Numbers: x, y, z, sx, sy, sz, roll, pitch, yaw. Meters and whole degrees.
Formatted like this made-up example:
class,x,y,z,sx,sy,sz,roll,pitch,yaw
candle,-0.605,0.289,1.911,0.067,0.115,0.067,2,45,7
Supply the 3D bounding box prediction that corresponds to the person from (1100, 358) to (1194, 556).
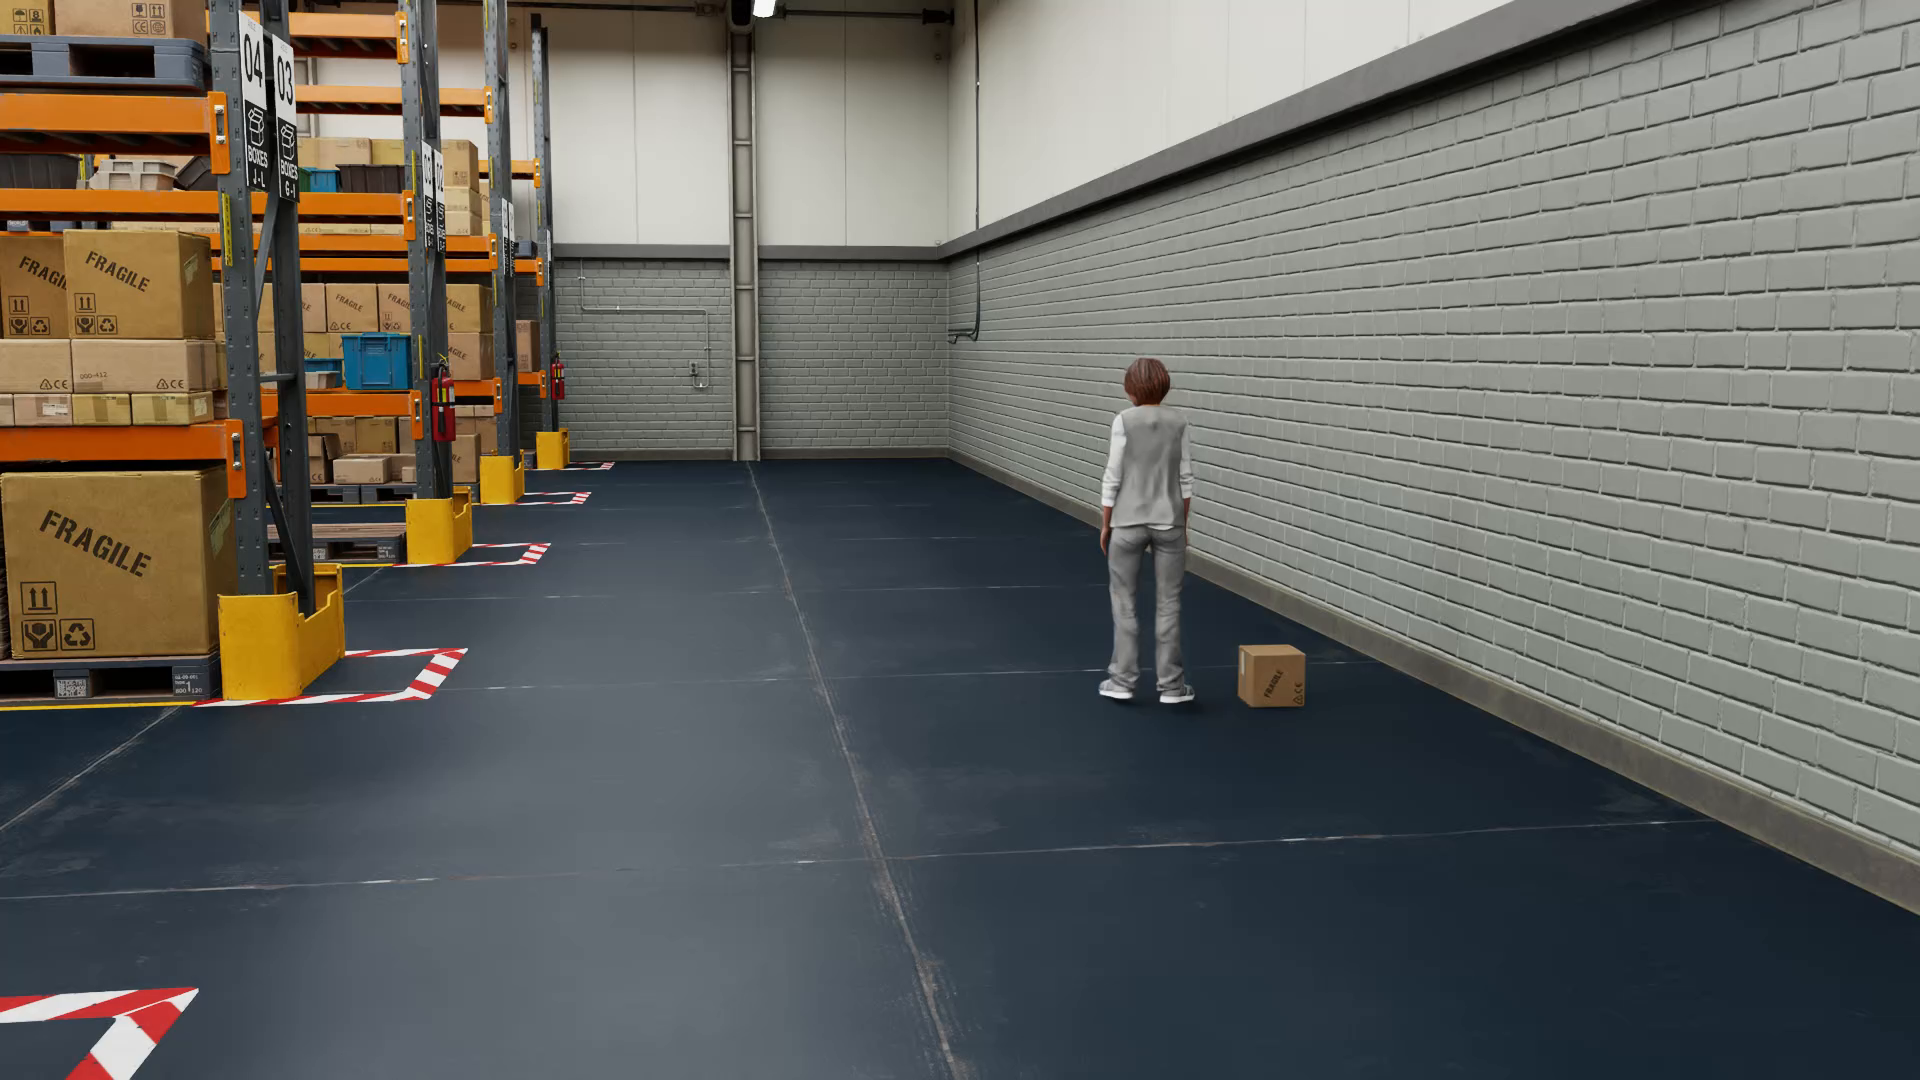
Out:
class,x,y,z,sx,sy,sz,roll,pitch,yaw
person,0.867,-0.370,7.676,0.435,0.912,0.328,0,7,-4
